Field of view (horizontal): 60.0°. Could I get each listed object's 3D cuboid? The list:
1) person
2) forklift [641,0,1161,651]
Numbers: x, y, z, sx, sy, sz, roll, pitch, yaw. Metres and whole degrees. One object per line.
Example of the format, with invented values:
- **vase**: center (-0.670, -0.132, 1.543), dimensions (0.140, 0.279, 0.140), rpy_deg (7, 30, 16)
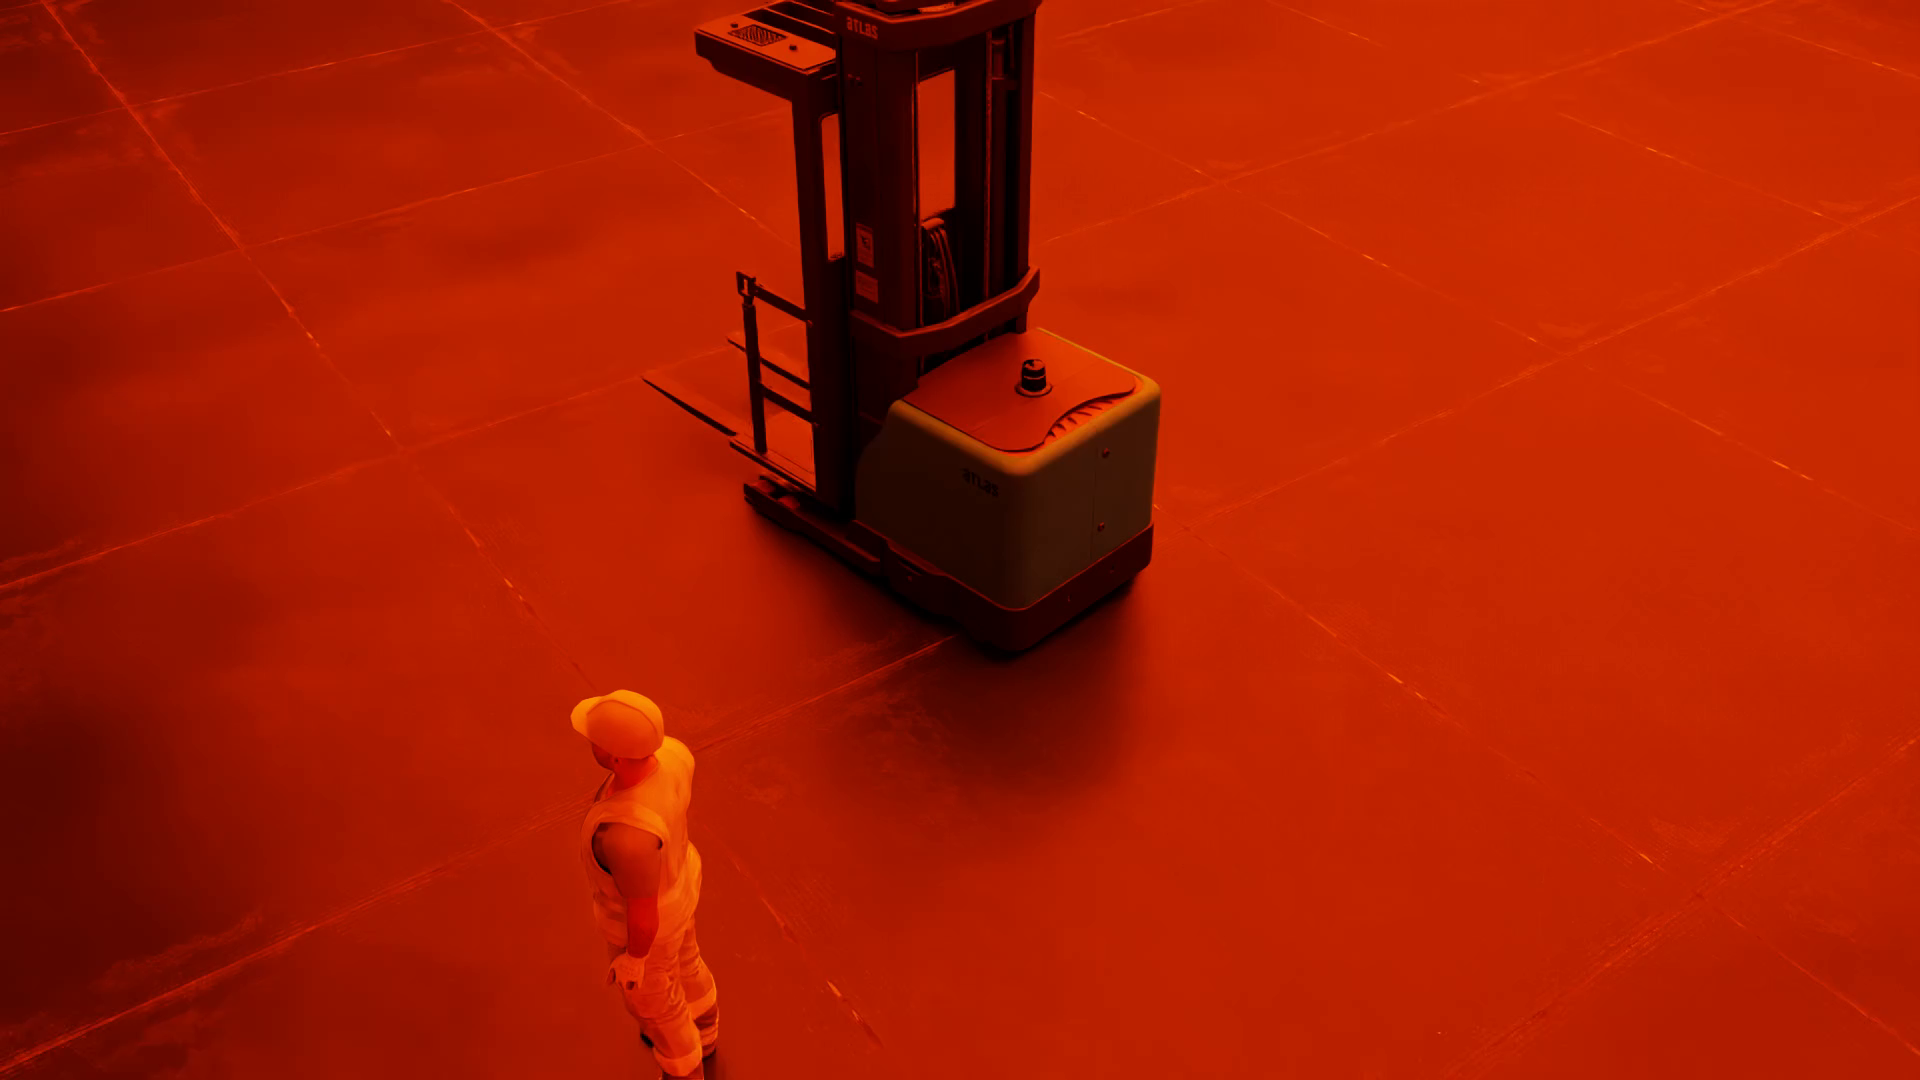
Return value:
- **person**: center (-1.006, 1.171, 5.320), dimensions (0.352, 1.795, 0.546), rpy_deg (5, 37, 6)
- **forklift**: center (-0.471, -1.438, 7.889), dimensions (3.031, 2.935, 1.130), rpy_deg (30, 46, 34)
